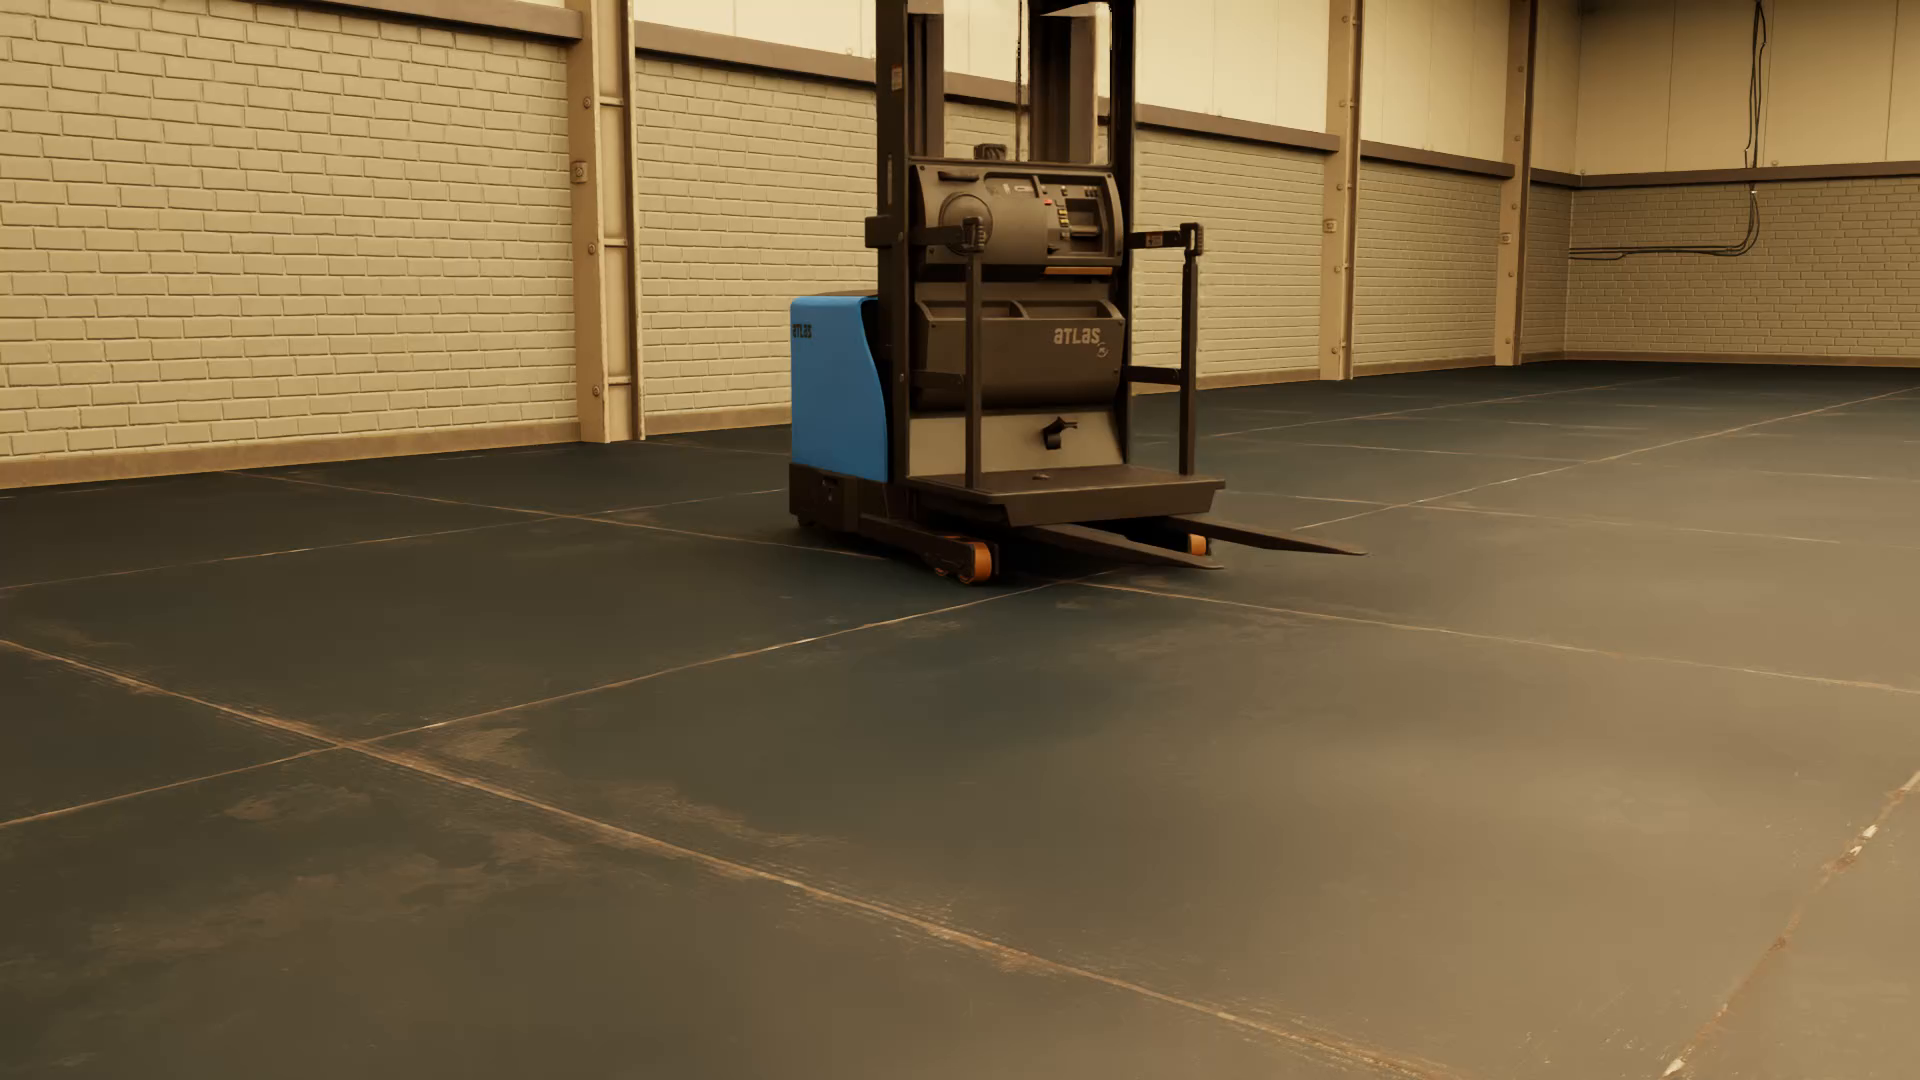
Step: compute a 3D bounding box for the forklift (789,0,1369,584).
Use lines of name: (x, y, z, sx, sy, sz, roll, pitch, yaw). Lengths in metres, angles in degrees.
forklift: (0.354, -1.357, 6.555, 1.130, 2.935, 3.031, -5, 9, -28)
